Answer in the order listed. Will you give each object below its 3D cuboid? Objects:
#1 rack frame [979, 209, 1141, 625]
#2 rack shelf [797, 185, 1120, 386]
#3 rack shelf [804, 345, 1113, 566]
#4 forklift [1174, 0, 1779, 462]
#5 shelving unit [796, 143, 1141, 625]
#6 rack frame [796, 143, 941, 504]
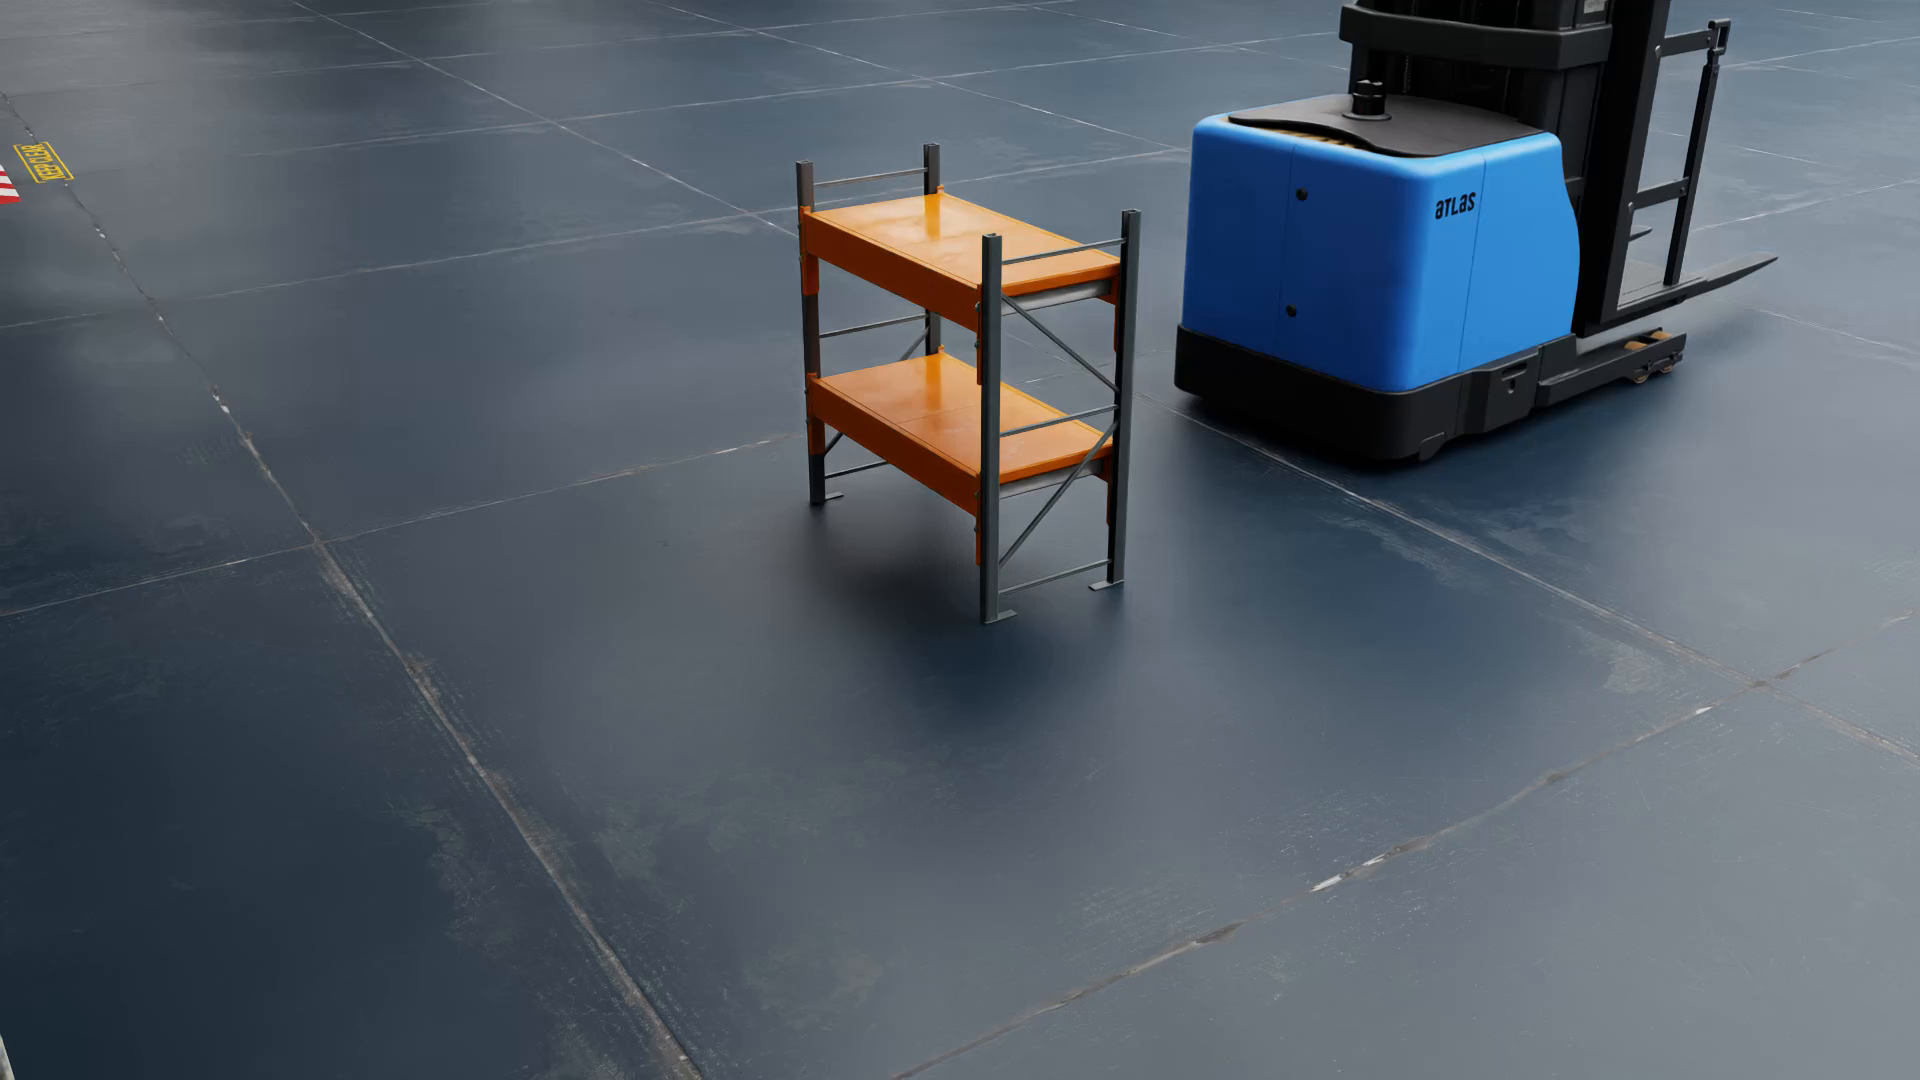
[{"bbox_3d":[0.274,-0.329,4.630,0.500,1.125,0.032,-16,29,-30],"label":"rack frame"},{"bbox_3d":[-0.004,-0.776,4.890,0.538,0.278,1.000,-16,29,-30],"label":"rack shelf"},{"bbox_3d":[-0.004,-0.290,5.119,0.538,0.278,1.000,-16,29,-30],"label":"rack shelf"},{"bbox_3d":[2.276,-2.096,6.258,3.031,2.935,1.130,-19,31,-35],"label":"forklift"},{"bbox_3d":[-0.004,-0.511,5.015,0.538,1.125,1.048,-16,29,-30],"label":"shelving unit"},{"bbox_3d":[-0.281,-0.693,5.400,0.500,1.125,0.032,-16,29,-30],"label":"rack frame"}]
